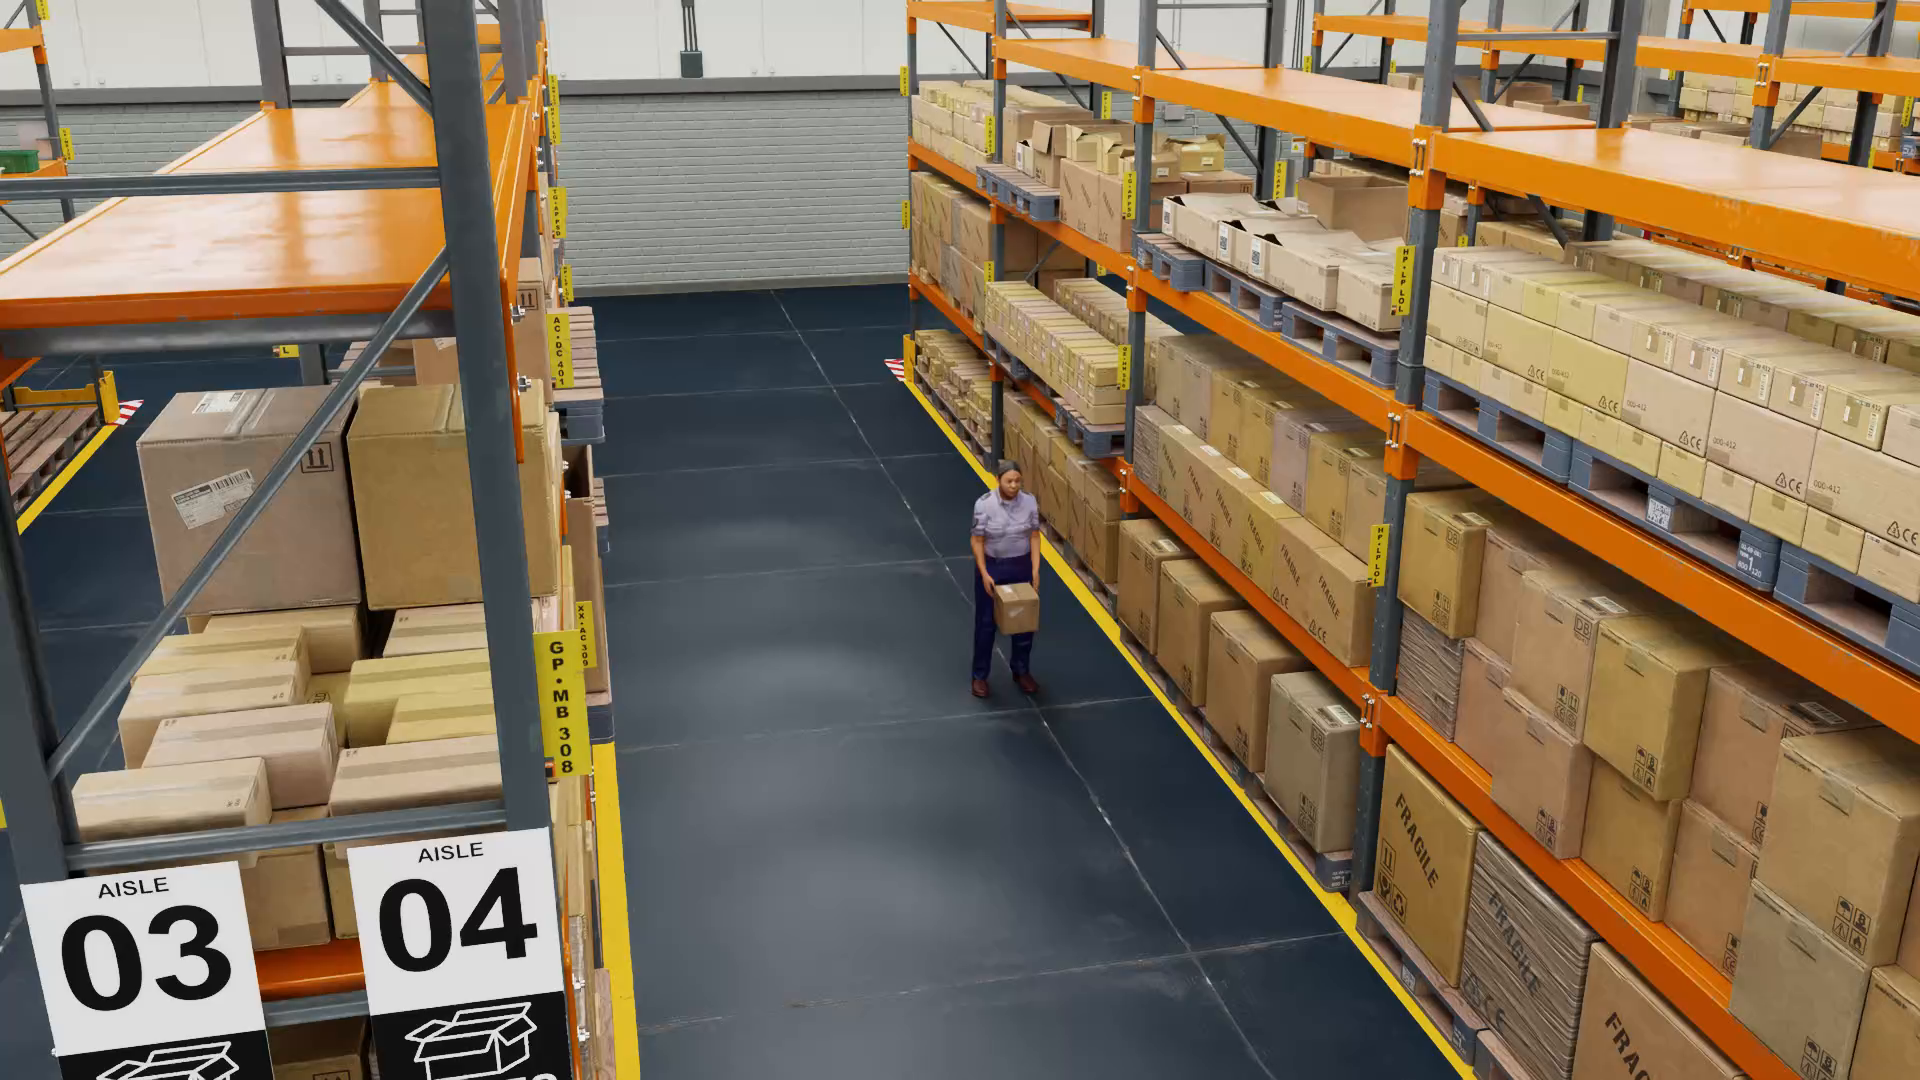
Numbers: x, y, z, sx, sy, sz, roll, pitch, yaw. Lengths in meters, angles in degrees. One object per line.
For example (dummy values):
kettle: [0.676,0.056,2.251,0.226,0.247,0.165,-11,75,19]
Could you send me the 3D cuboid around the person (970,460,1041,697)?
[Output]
person: [0.311,0.242,11.401,0.516,1.656,0.384,-5,20,-14]
